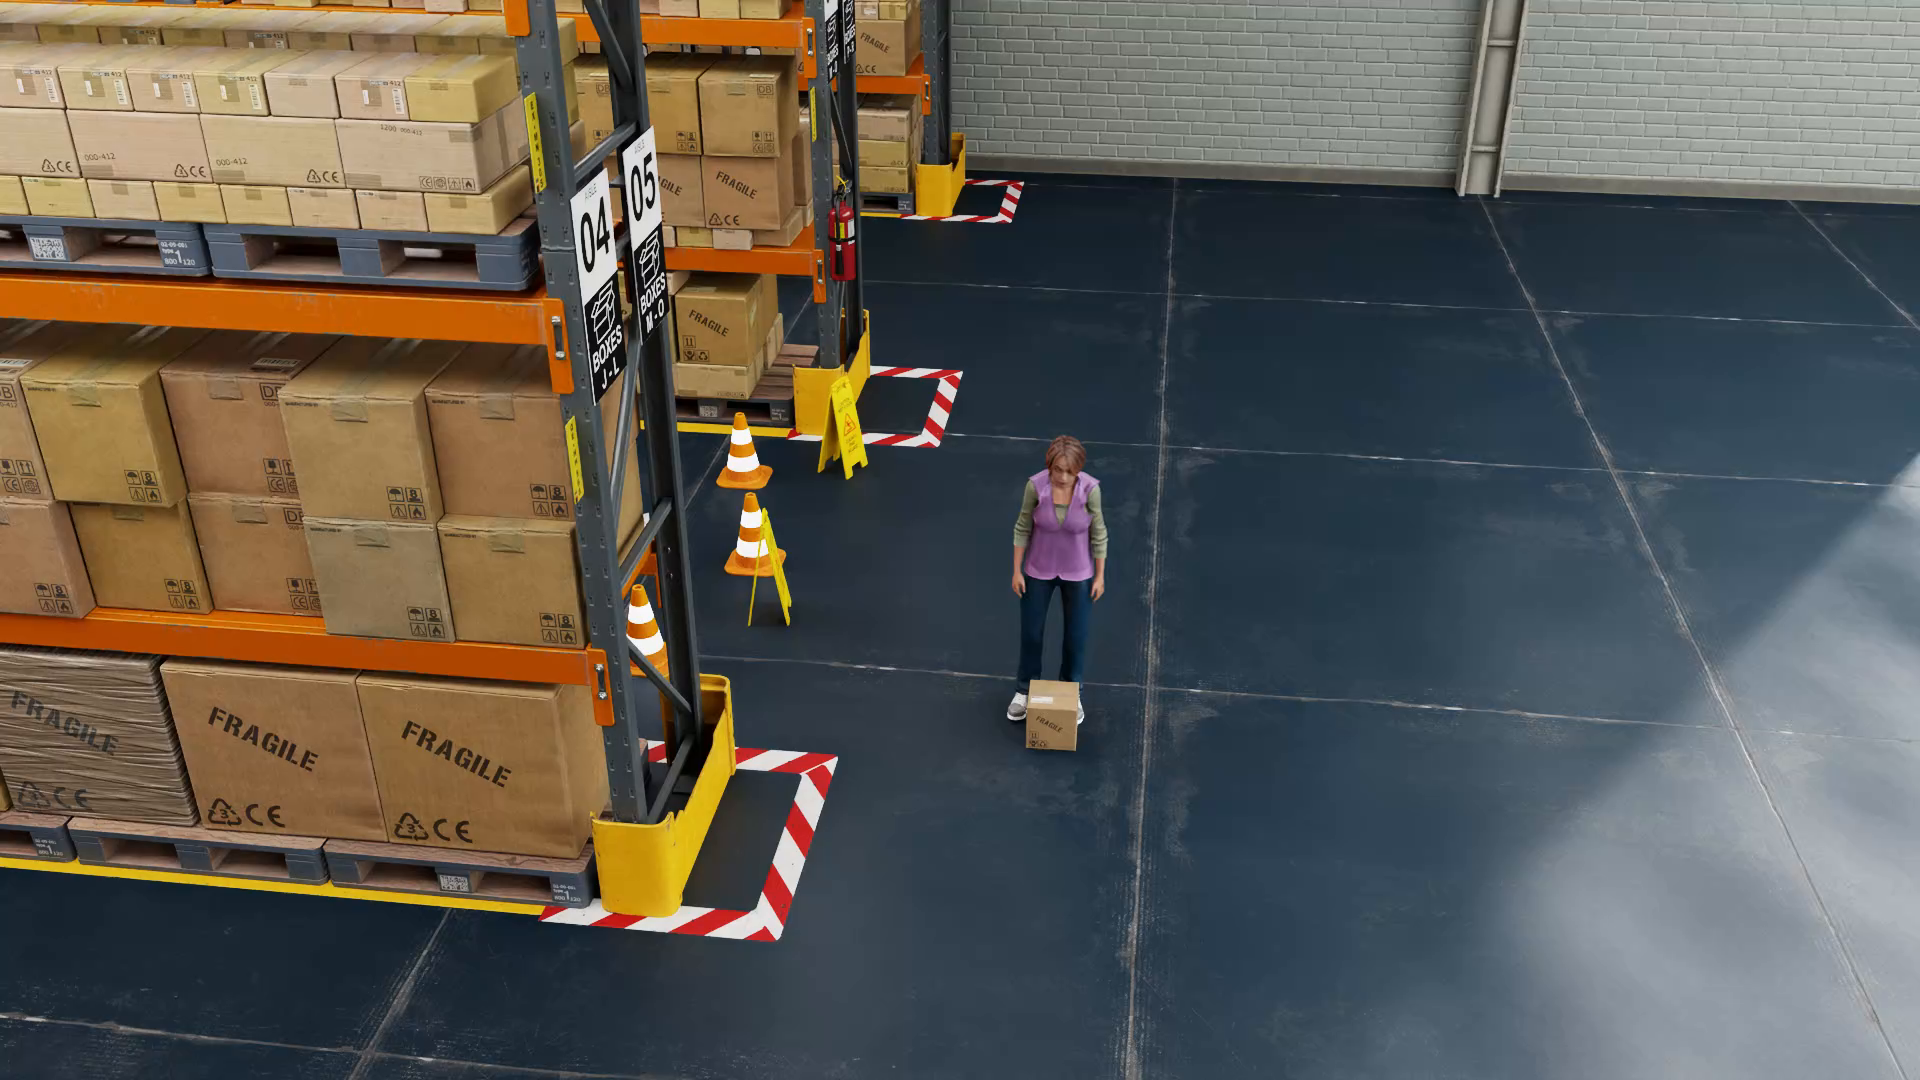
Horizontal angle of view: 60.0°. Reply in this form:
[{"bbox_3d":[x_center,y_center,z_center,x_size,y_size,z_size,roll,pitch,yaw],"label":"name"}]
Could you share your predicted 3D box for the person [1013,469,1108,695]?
[{"bbox_3d":[0.498,0.230,8.358,0.464,1.328,0.292,3,29,5],"label":"person"}]
